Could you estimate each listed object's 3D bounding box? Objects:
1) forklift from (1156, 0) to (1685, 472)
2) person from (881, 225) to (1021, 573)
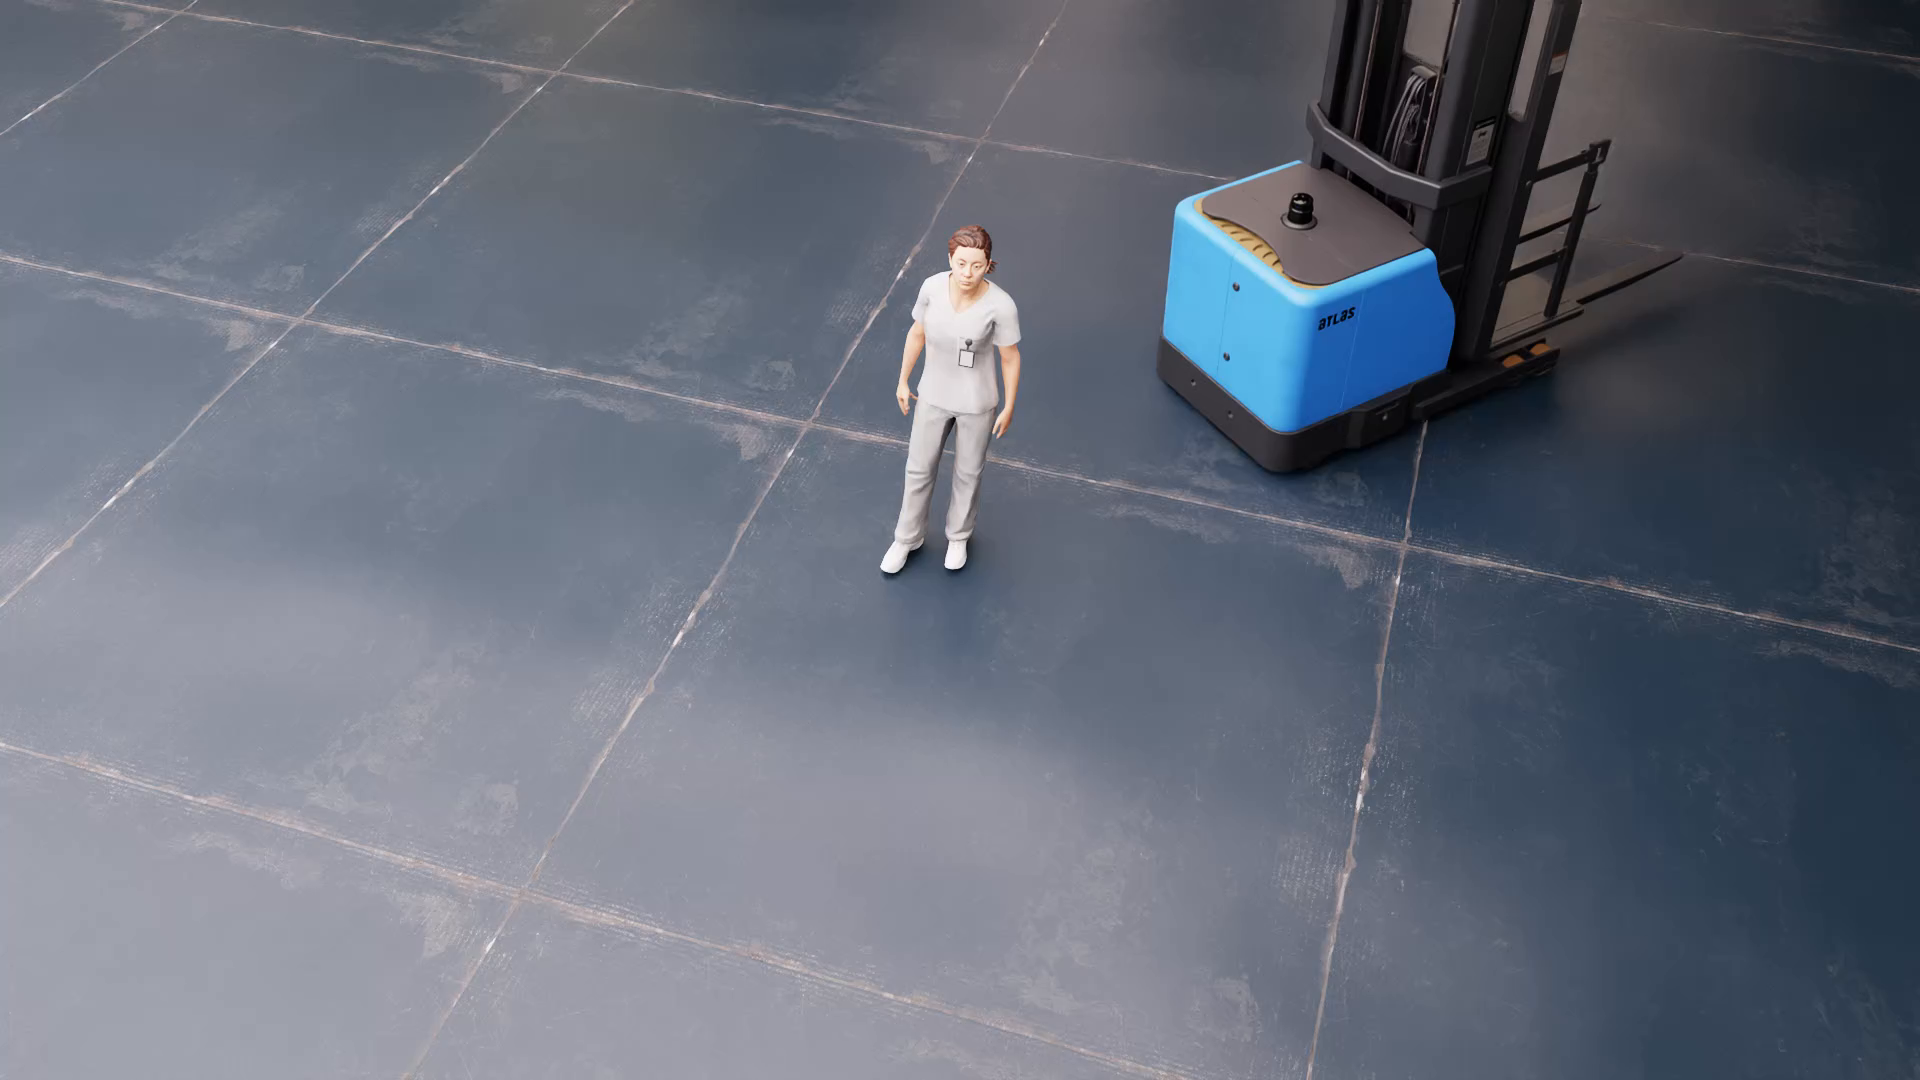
[{"bbox_3d":[2.553,-2.161,8.011,3.031,2.935,1.130,-22,47,-22],"label":"forklift"},{"bbox_3d":[-0.035,-0.574,7.217,0.550,1.675,0.549,12,44,13],"label":"person"}]
